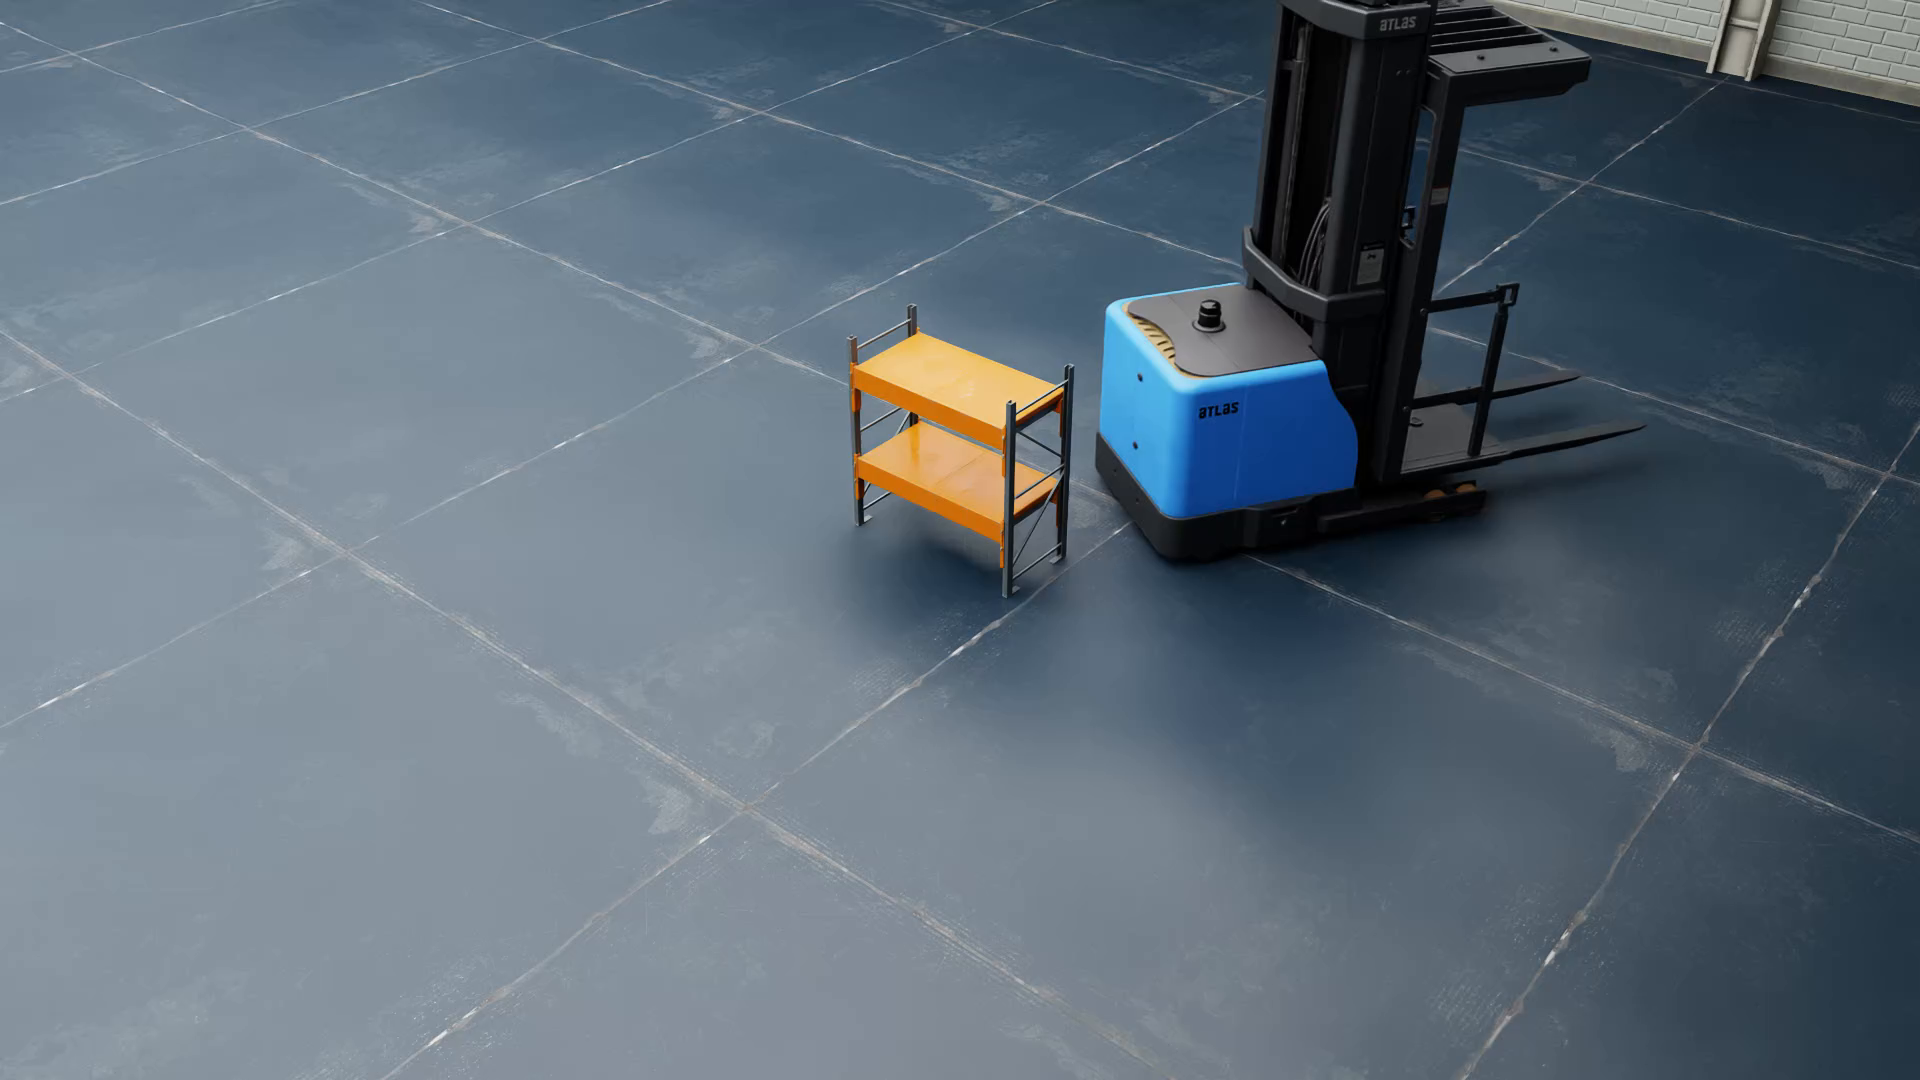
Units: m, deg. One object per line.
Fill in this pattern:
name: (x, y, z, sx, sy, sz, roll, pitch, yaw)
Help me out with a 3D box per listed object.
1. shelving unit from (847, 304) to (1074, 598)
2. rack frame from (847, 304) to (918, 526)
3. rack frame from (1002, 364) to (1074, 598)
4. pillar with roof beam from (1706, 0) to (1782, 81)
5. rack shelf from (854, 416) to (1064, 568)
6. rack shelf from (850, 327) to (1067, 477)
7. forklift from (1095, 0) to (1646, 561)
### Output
shelving unit: (-0.005, -0.466, 8.517, 1.048, 1.125, 0.538, 25, 42, 32)
rack frame: (-0.396, -0.650, 8.785, 0.032, 1.125, 0.500, 25, 42, 32)
rack frame: (0.385, -0.282, 8.249, 0.032, 1.125, 0.500, 25, 42, 32)
pillar with roof beam: (4.209, -6.044, 9.684, 0.400, 9.000, 9.100, 25, 42, 32)
rack shelf: (-0.005, -0.265, 8.656, 1.000, 0.278, 0.538, 25, 42, 32)
rack shelf: (-0.005, -0.707, 8.352, 1.000, 0.278, 0.538, 25, 42, 32)
forklift: (2.329, -1.585, 8.551, 3.031, 2.935, 1.130, -10, 36, -15)
